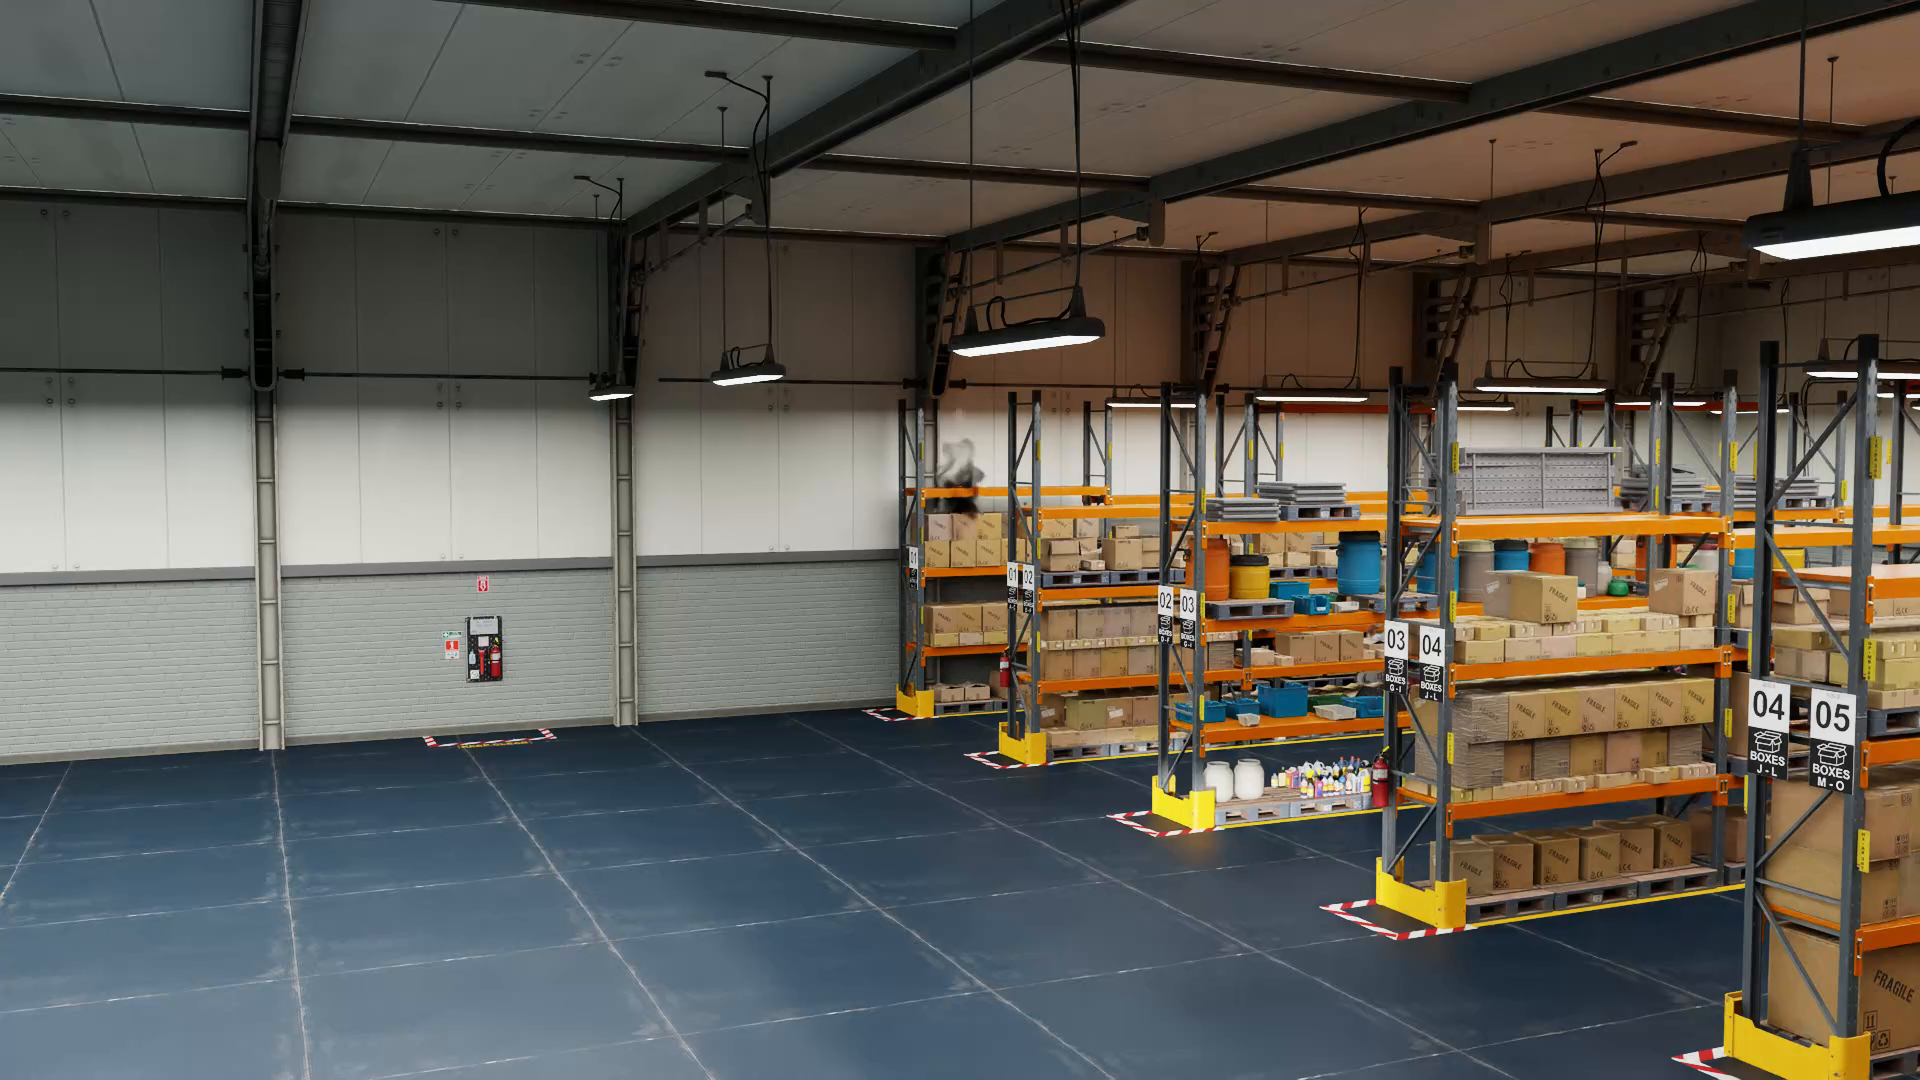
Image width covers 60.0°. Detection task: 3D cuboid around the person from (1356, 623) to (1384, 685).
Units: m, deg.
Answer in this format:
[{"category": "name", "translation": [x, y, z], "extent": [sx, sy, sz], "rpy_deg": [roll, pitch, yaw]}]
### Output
[{"category": "person", "translation": [7.980, 2.408, 32.196], "extent": [0.745, 1.743, 0.660], "rpy_deg": [-1, 4, -21]}]

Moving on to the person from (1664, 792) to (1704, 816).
[{"category": "person", "translation": [10.021, 2.991, 23.166], "extent": [0.869, 1.663, 0.551], "rpy_deg": [-2, 4, -32]}]
